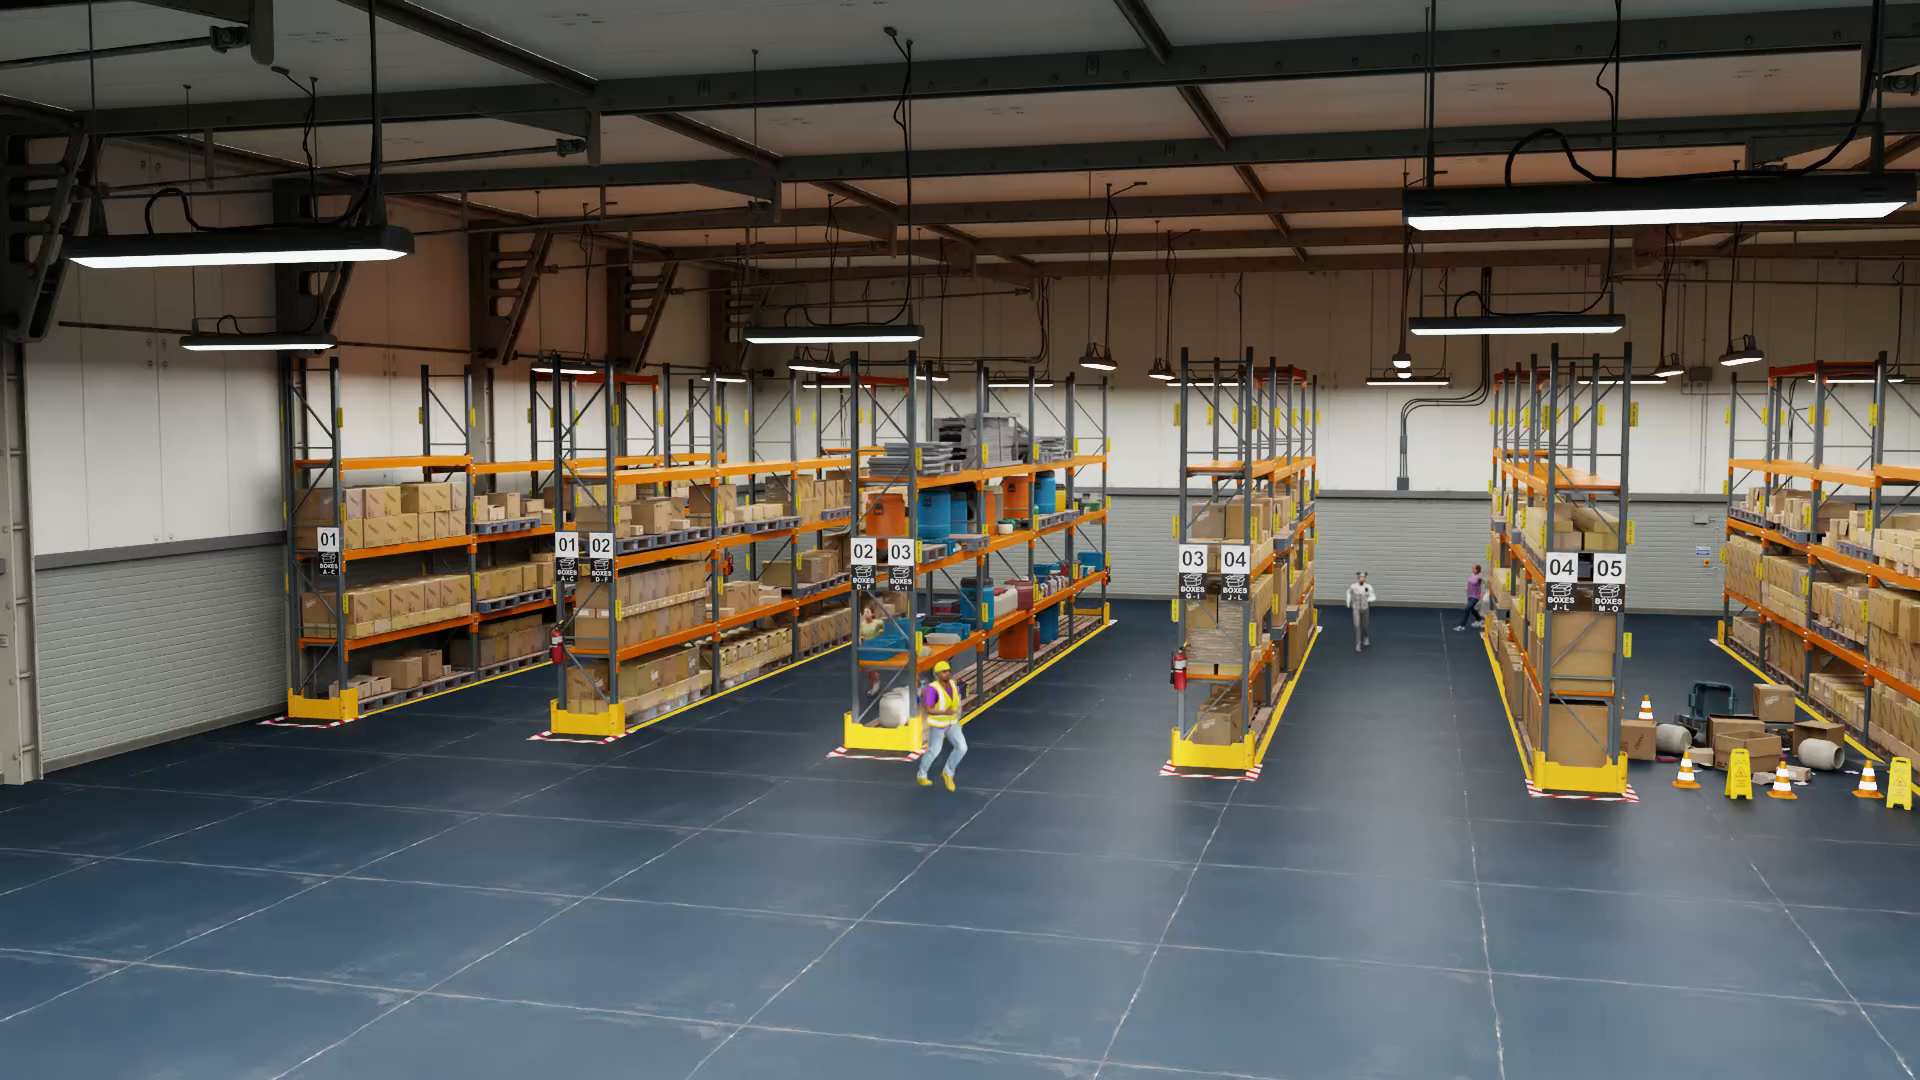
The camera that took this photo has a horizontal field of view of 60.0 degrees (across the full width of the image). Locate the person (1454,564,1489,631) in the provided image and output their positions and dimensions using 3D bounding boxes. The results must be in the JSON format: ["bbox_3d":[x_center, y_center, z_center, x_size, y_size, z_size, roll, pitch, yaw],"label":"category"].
[{"bbox_3d":[12.035,1.345,38.965,0.850,1.571,0.604,-2,4,-20],"label":"person"}]

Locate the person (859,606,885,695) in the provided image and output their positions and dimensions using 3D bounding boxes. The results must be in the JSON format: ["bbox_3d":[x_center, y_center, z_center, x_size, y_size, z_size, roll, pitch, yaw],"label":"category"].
[{"bbox_3d":[-1.580,1.993,29.781,0.596,1.622,0.716,2,4,20],"label":"person"}]

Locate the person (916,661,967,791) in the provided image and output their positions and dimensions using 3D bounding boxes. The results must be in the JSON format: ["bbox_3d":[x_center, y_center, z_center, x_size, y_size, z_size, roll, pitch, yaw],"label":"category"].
[{"bbox_3d":[-0.212,2.485,22.279,0.712,1.759,0.859,-3,5,-39],"label":"person"}]

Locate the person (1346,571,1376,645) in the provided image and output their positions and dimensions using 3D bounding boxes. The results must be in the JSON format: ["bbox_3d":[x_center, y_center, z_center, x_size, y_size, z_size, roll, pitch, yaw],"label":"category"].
[{"bbox_3d":[8.662,1.453,35.928,0.624,1.600,0.818,1,4,15],"label":"person"}]

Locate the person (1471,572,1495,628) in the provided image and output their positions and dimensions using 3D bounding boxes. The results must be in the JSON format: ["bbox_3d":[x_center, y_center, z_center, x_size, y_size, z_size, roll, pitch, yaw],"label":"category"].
[{"bbox_3d":[12.550,1.237,39.230,1.025,1.716,0.762,3,5,34],"label":"person"}]
